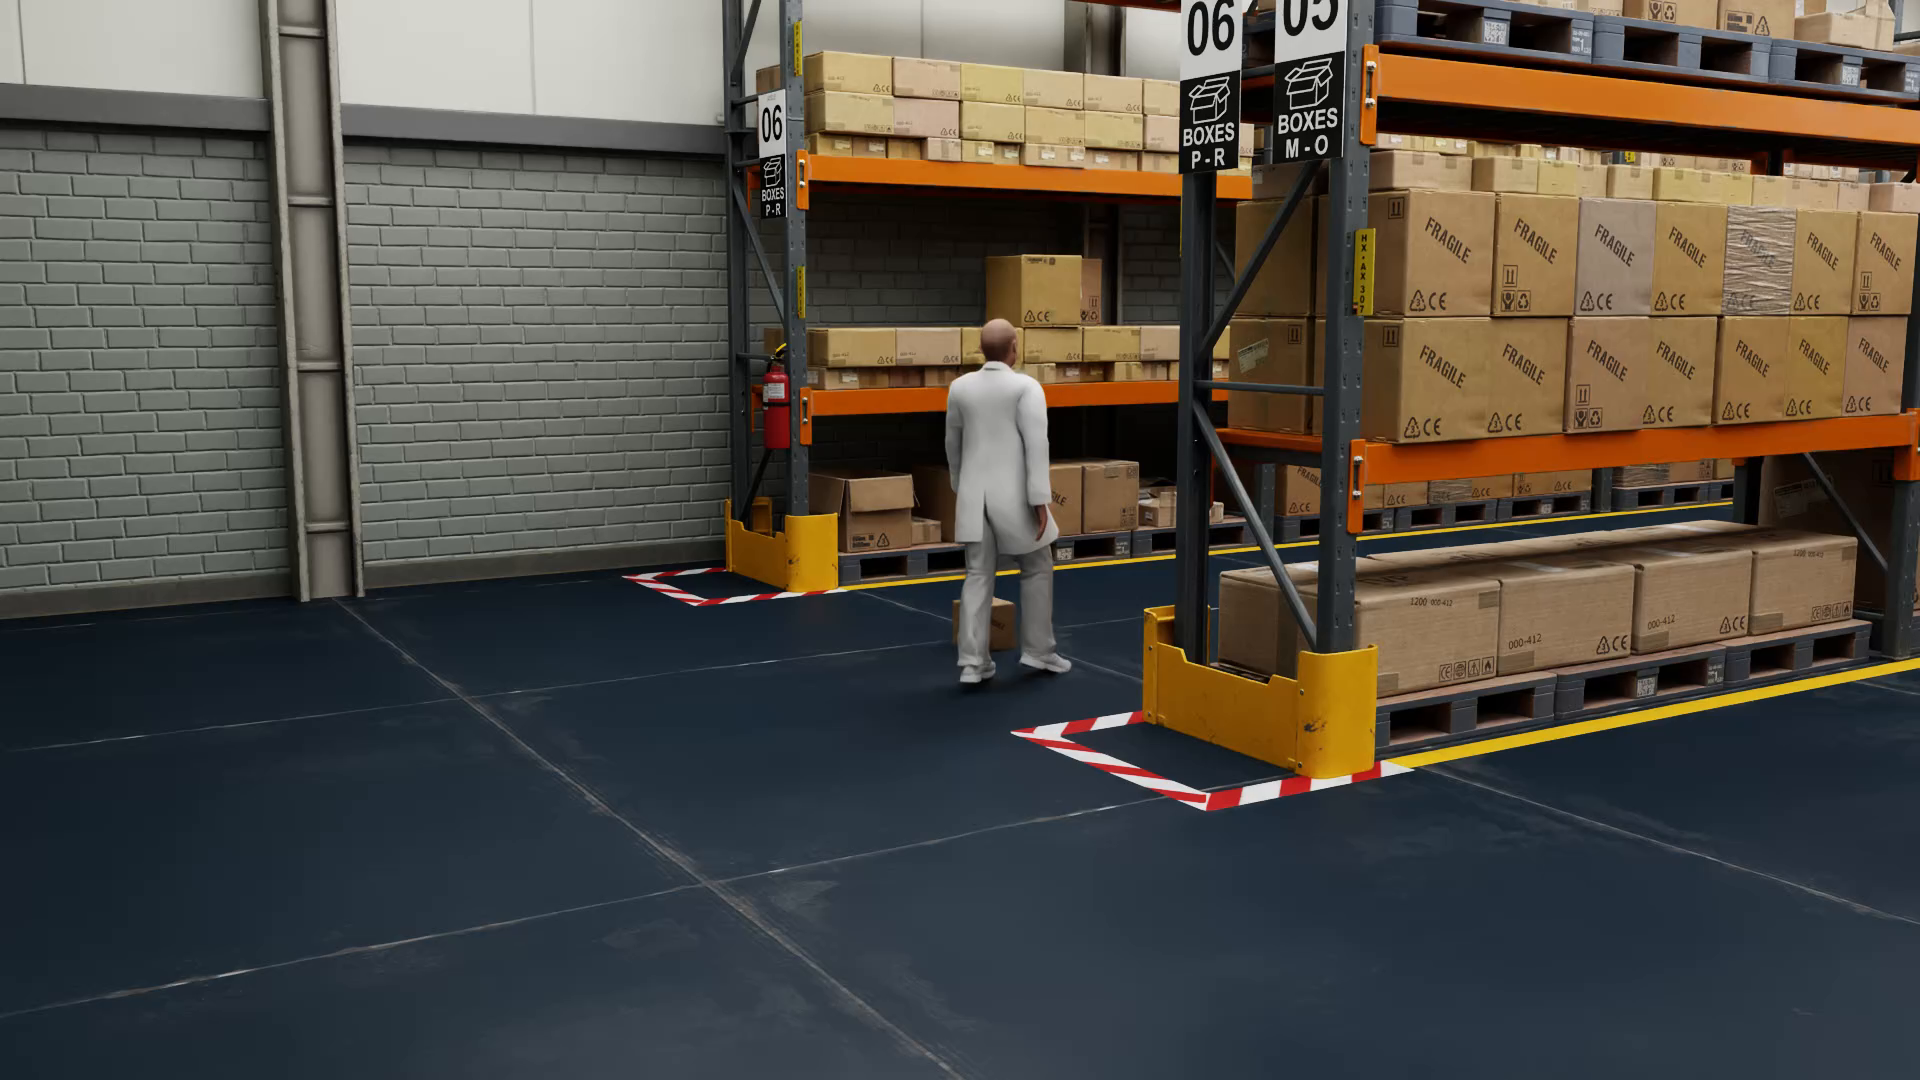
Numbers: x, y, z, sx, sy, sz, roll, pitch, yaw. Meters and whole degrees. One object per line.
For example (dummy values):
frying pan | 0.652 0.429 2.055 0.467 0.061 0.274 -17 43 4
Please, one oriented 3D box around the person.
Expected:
person | 0.216 -0.186 8.206 0.669 1.798 0.783 4 9 27
